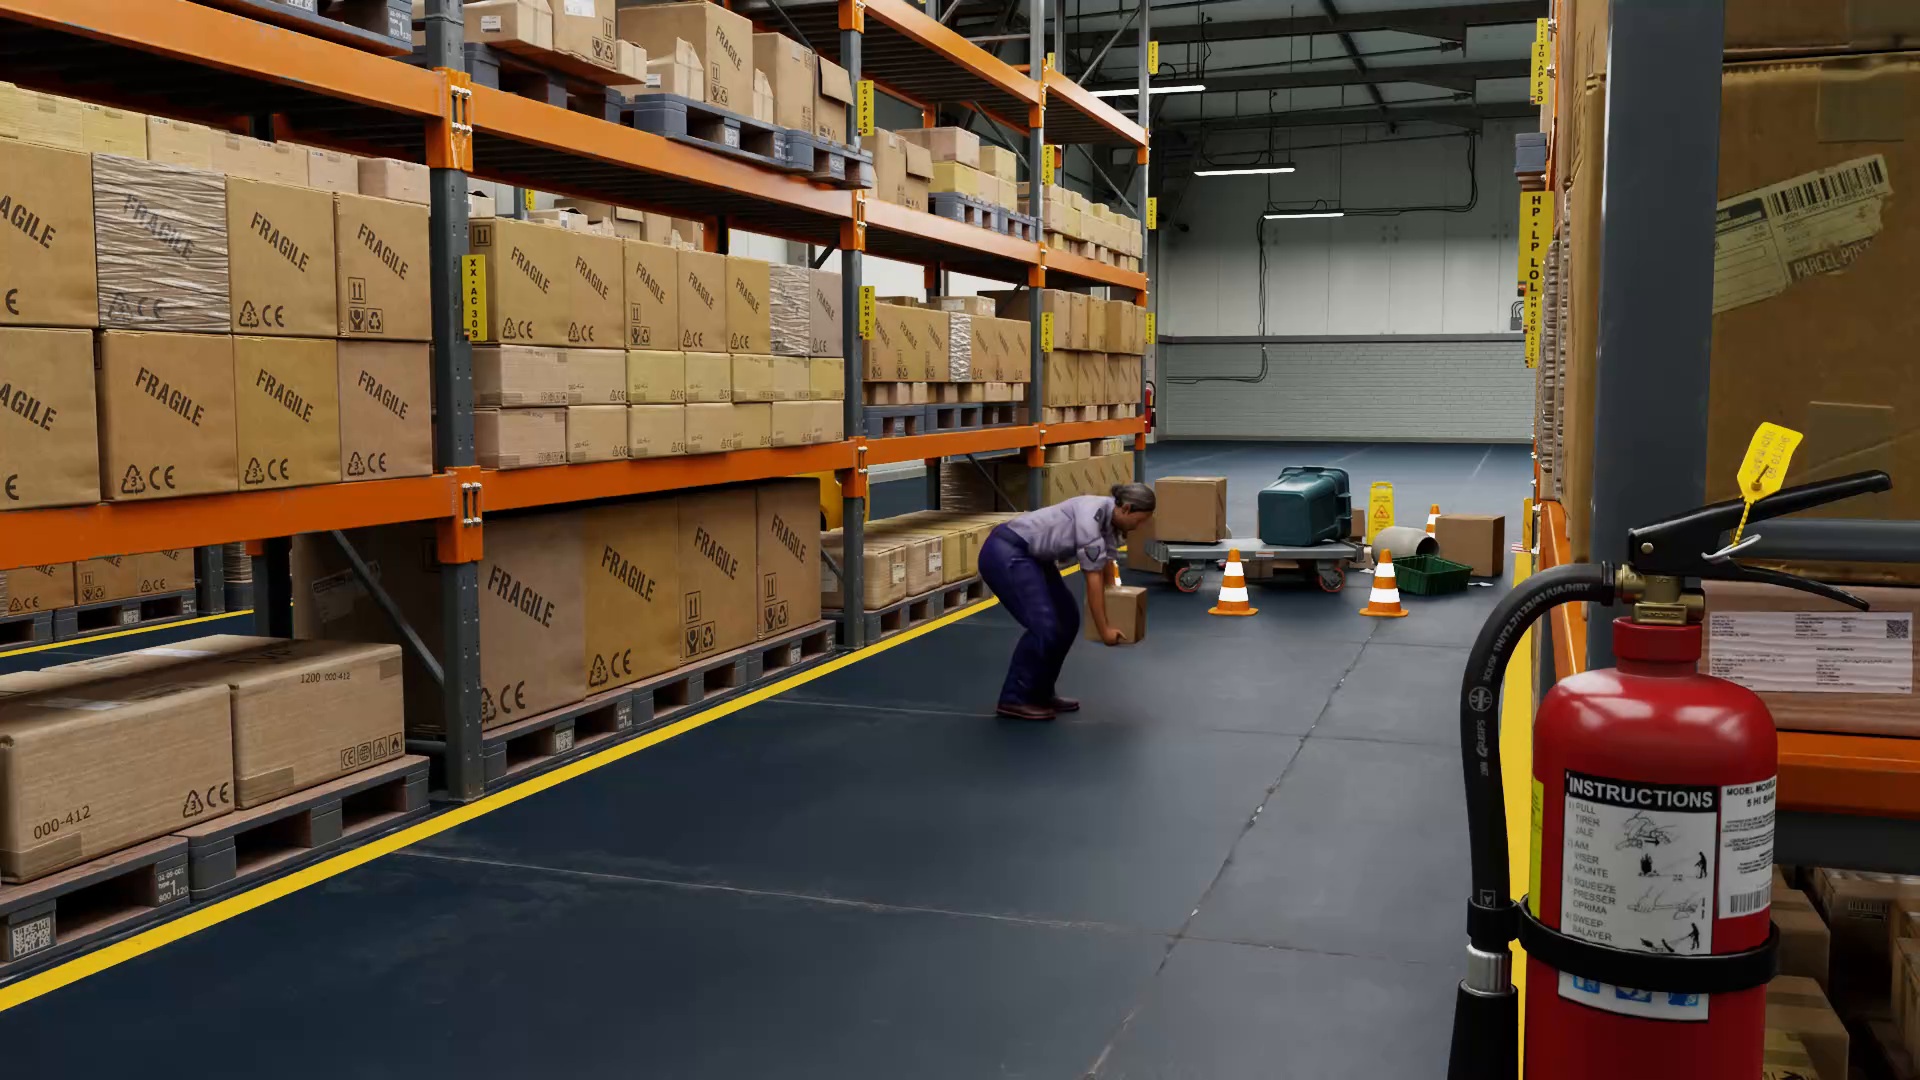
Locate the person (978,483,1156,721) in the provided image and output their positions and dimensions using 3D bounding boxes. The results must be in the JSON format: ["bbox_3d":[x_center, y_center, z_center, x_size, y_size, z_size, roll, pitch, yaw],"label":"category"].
[{"bbox_3d":[0.531,0.296,8.256,0.867,1.170,0.476,2,6,16],"label":"person"}]
